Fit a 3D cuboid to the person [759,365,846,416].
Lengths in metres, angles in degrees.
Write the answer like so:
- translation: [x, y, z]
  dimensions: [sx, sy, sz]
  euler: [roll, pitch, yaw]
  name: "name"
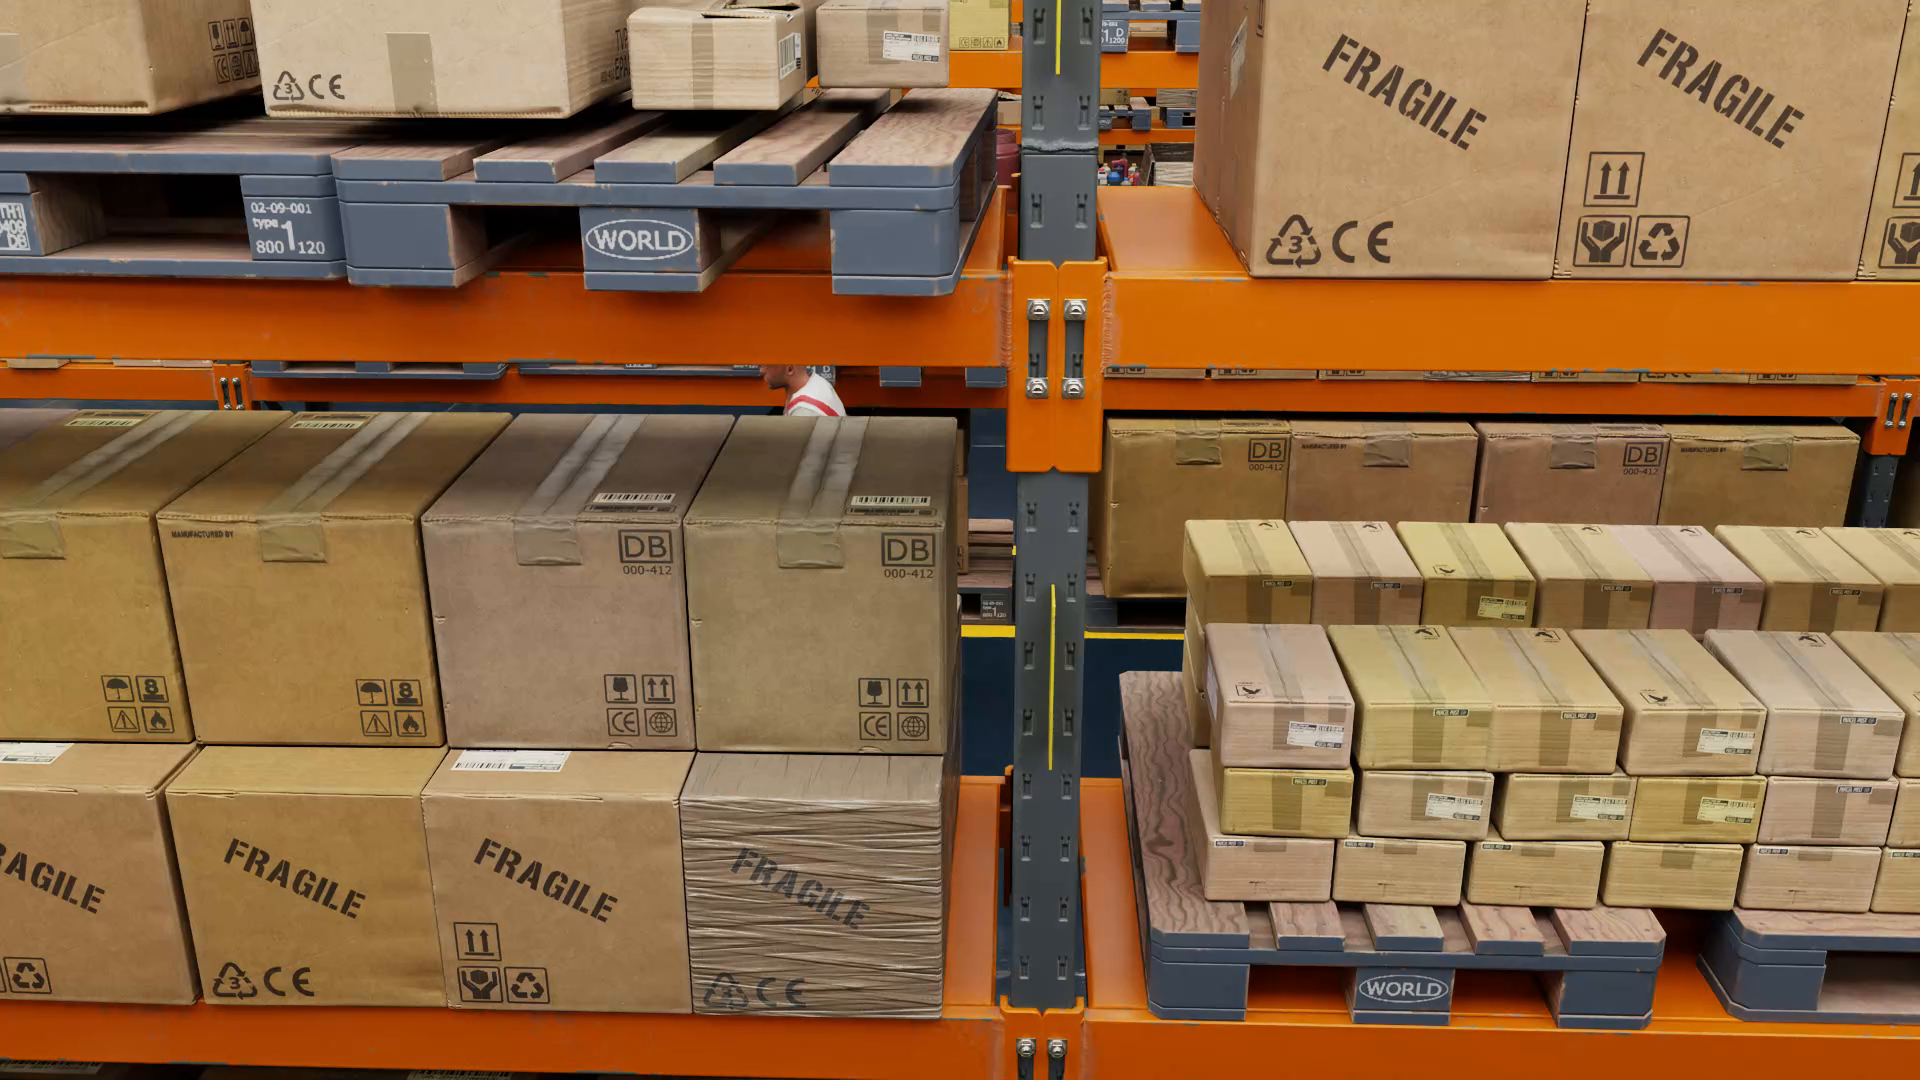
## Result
- translation: [-0.673, -0.084, 7.283]
  dimensions: [0.452, 1.778, 0.614]
  euler: [-1, 21, -2]
  name: "person"
